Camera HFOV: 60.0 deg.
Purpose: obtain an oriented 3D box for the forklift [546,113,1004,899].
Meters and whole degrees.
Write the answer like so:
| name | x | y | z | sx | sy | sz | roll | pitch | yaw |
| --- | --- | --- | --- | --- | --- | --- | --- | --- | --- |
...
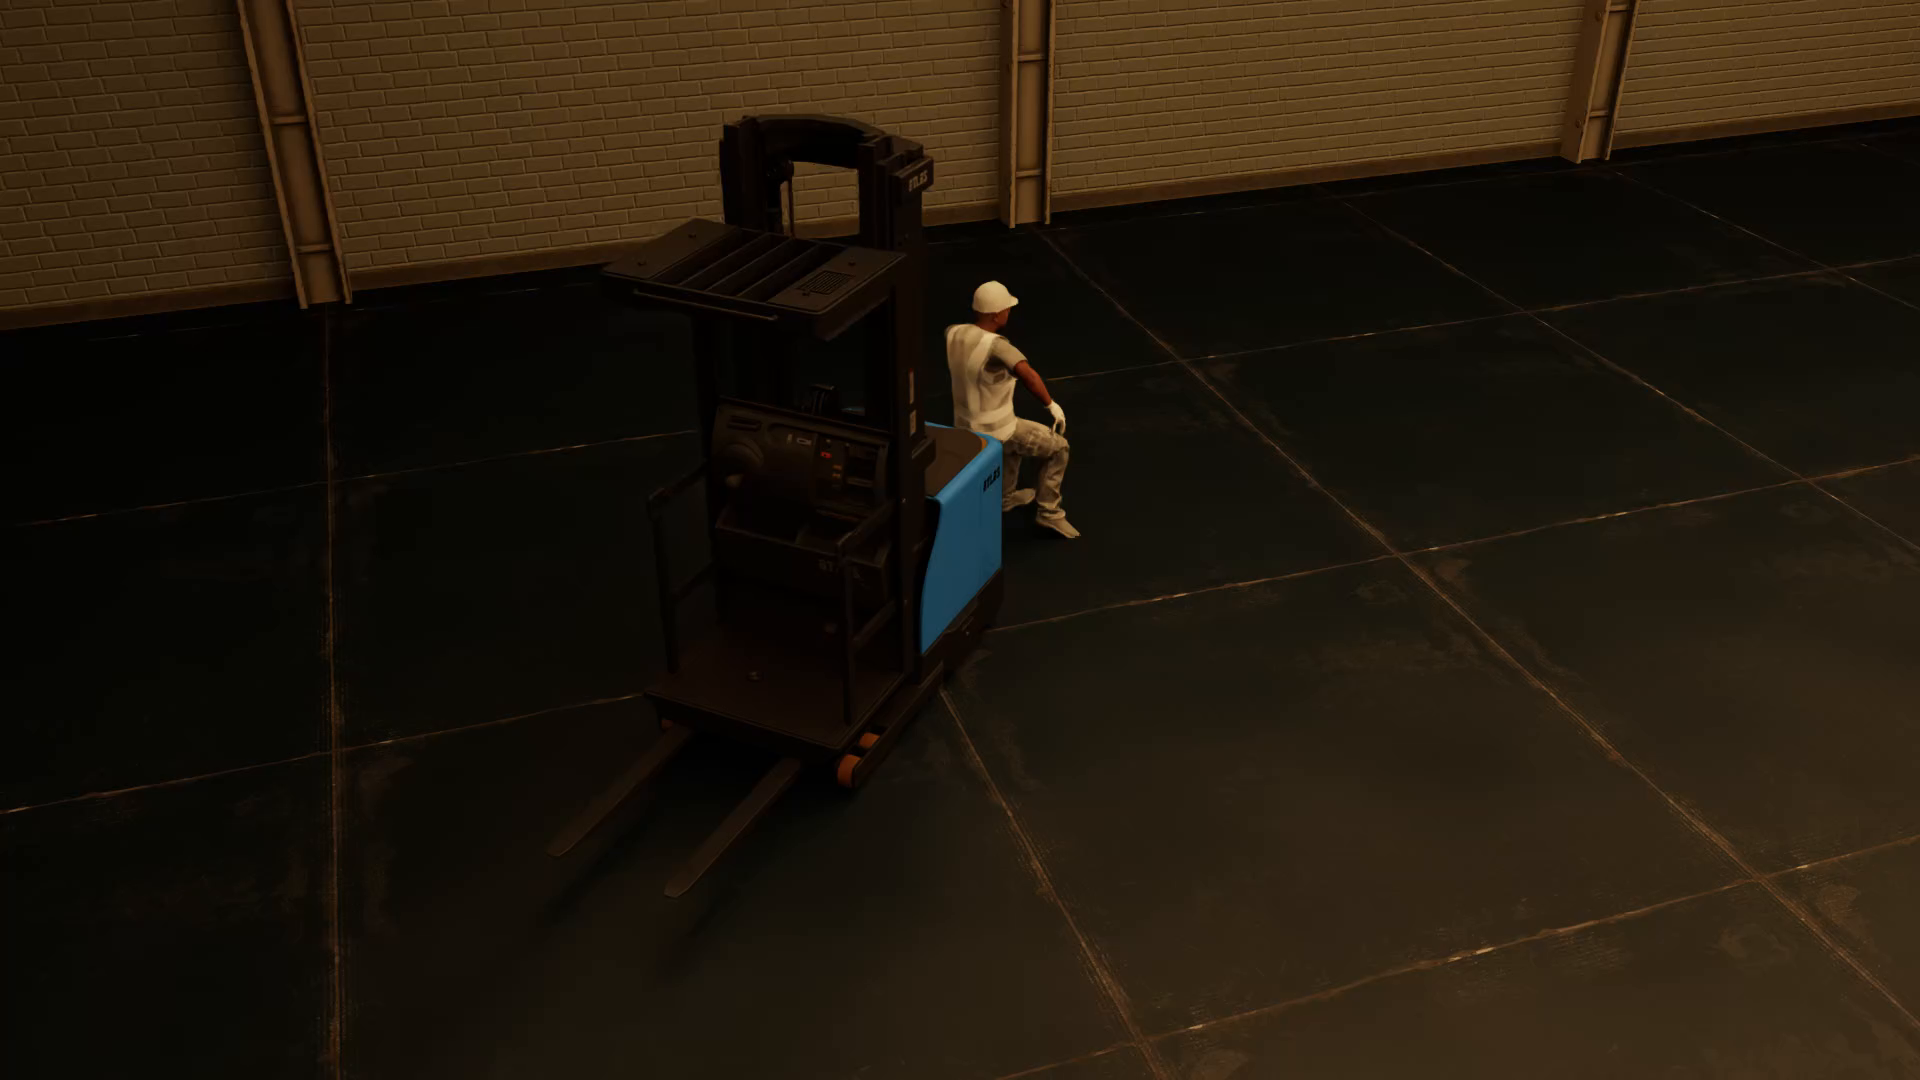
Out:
| name | x | y | z | sx | sy | sz | roll | pitch | yaw |
| --- | --- | --- | --- | --- | --- | --- | --- | --- | --- |
| forklift | -0.847 | -0.327 | 7.655 | 1.130 | 2.935 | 3.031 | 13 | 33 | 22 |

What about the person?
| name | x | y | z | sx | sy | sz | roll | pitch | yaw |
| --- | --- | --- | --- | --- | --- | --- | --- | --- | --- |
| person | 0.283 | -0.757 | 9.801 | 0.682 | 1.615 | 1.146 | -15 | 33 | -25 |
